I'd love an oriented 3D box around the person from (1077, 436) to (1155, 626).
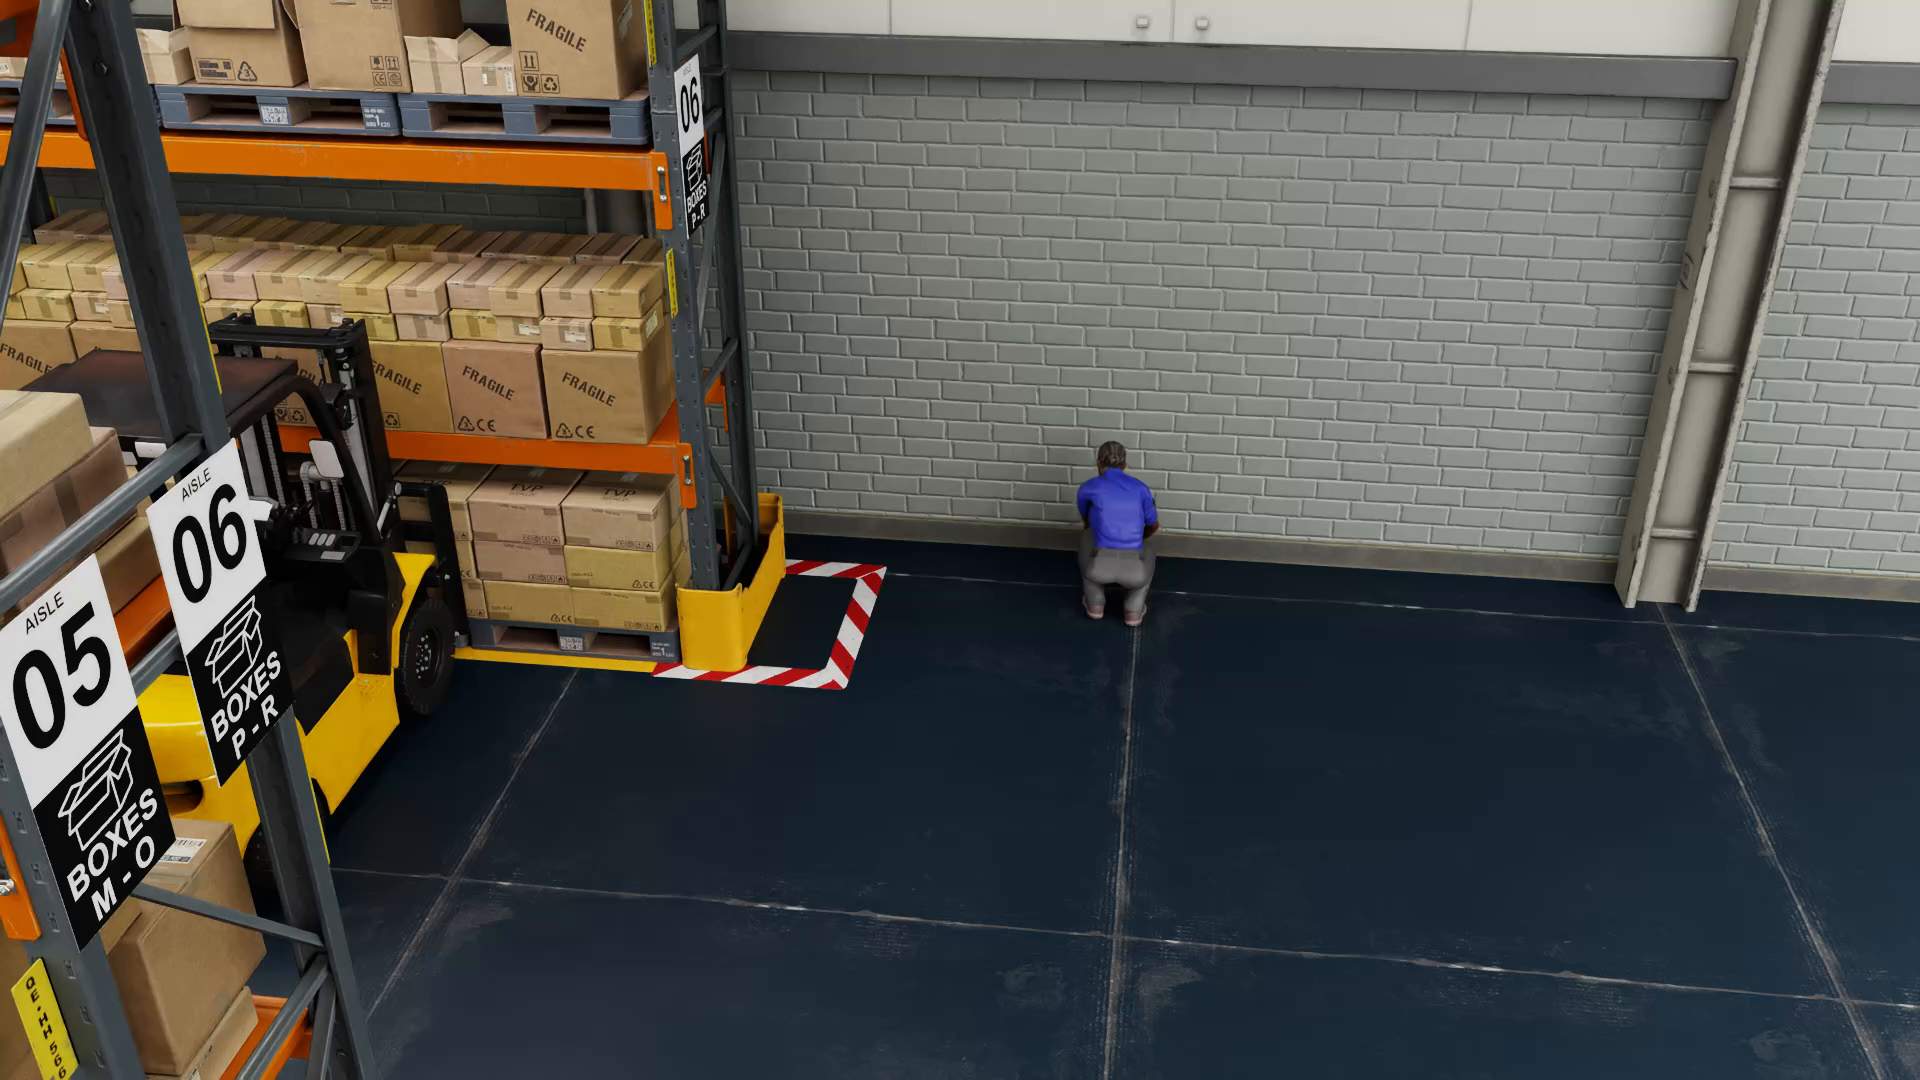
[{"bbox_3d":[0.889,-0.055,9.491,0.462,0.947,0.843,3,29,5],"label":"person"}]
